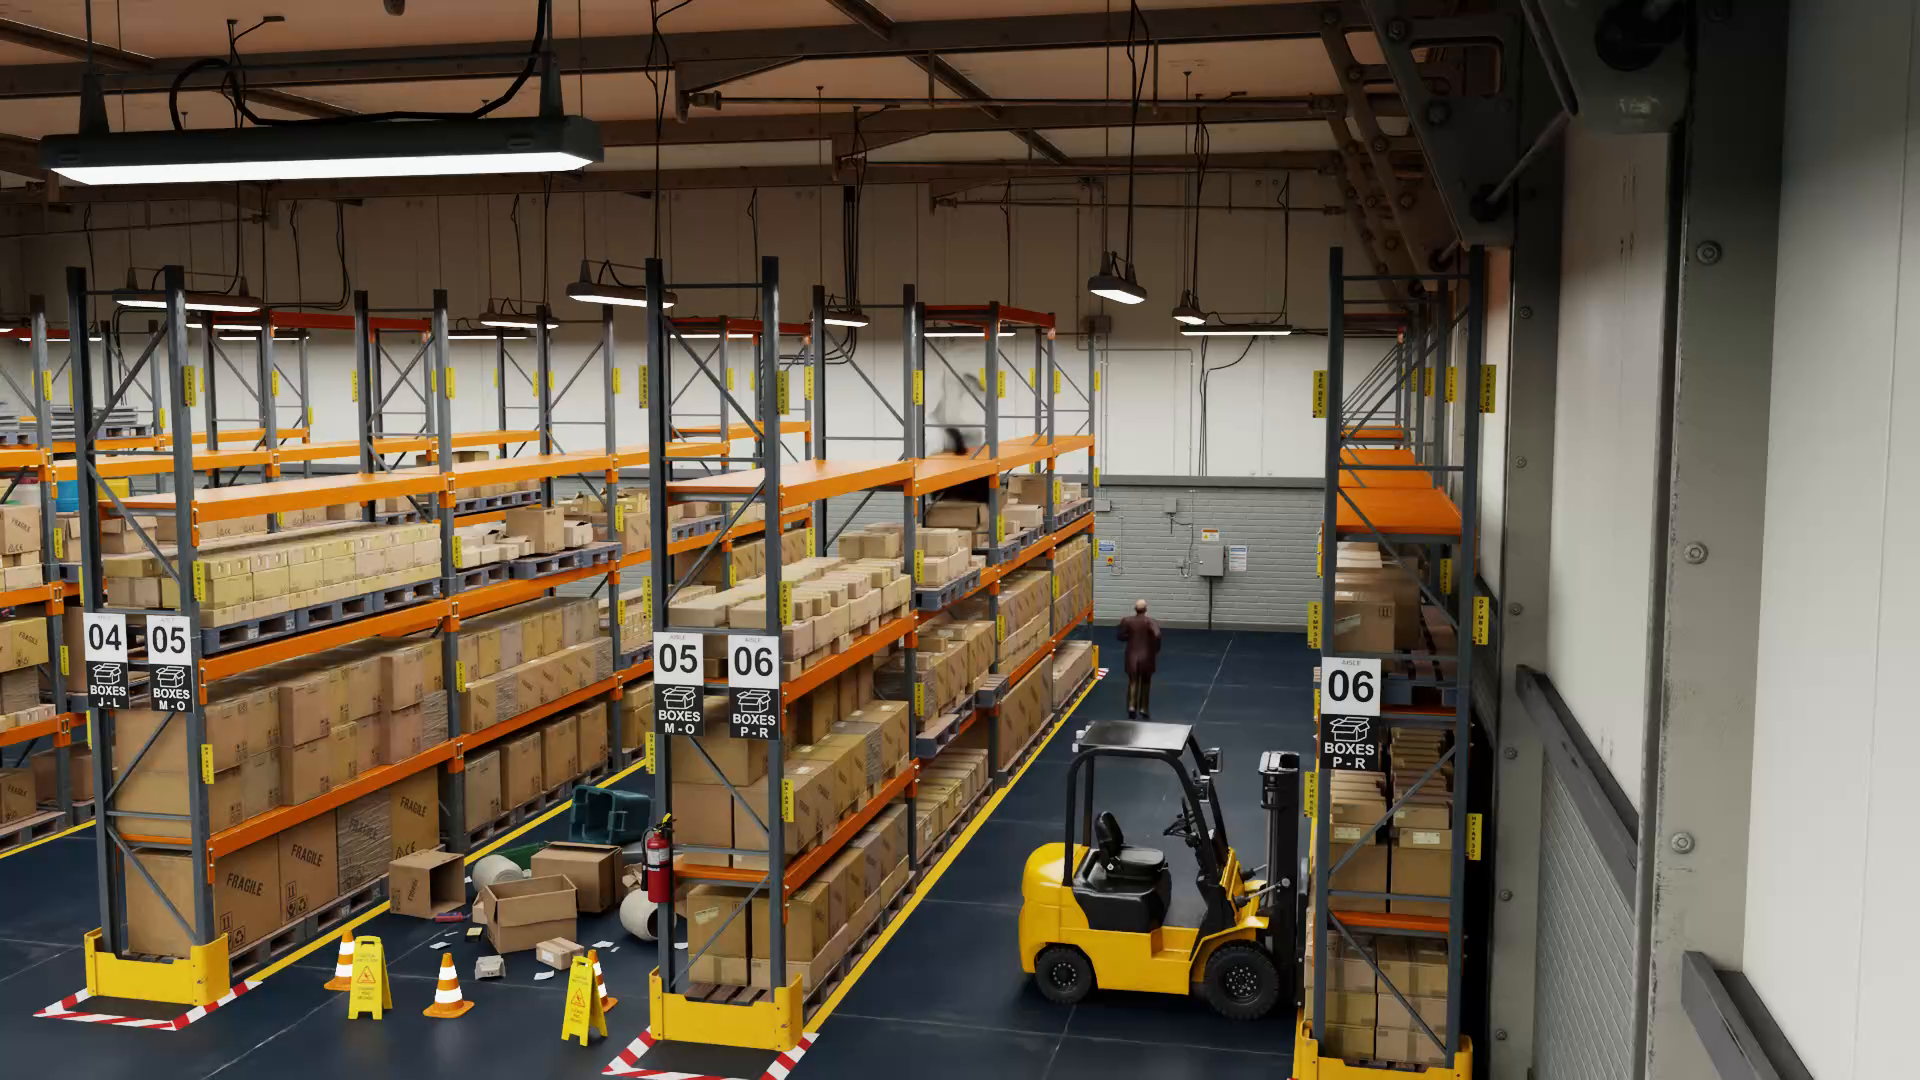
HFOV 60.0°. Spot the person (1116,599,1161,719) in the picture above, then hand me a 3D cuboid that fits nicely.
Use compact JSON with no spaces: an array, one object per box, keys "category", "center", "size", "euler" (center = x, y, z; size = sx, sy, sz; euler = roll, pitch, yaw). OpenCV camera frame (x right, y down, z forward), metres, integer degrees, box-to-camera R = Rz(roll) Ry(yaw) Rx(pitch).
[{"category":"person","center":[2.656,1.784,24.672],"size":[0.703,1.808,0.938],"euler":[1,6,13]}]
